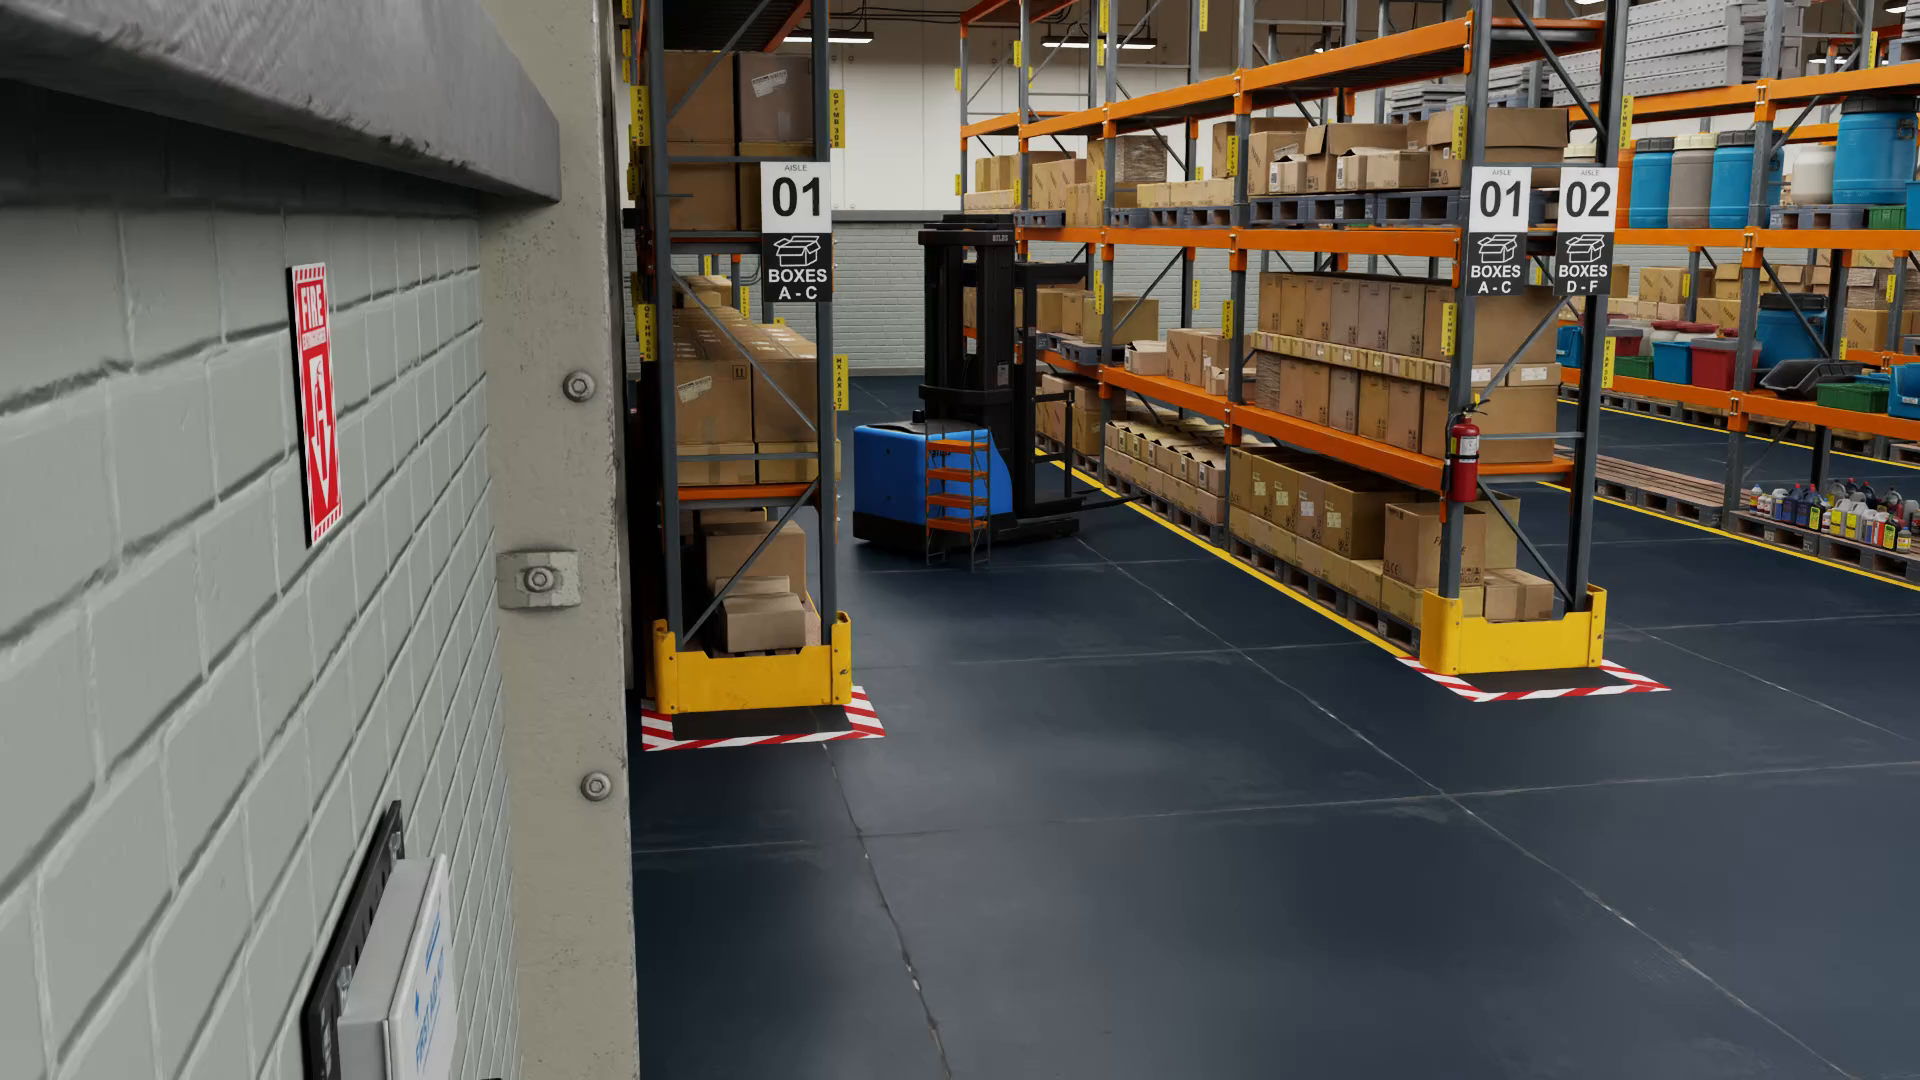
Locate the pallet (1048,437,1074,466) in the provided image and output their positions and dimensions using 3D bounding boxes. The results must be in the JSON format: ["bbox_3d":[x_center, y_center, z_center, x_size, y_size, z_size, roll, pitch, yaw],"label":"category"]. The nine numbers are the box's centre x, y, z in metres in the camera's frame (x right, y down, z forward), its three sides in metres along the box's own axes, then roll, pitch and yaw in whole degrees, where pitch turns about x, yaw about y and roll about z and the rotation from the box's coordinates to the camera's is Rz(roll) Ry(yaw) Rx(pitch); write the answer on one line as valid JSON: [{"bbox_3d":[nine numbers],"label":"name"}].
[{"bbox_3d":[1.721,-1.119,20.565,1.003,0.211,1.213,-2,11,-11],"label":"pallet"}]

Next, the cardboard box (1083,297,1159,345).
[{"bbox_3d":[1.830,-2.494,18.941,0.700,0.500,0.500,-6,12,-30],"label":"cardboard box"}]

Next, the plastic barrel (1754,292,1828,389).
[{"bbox_3d":[7.923,-1.901,15.876,0.600,0.901,0.708,-2,11,-11],"label":"plastic barrel"}]

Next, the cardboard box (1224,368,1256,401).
[{"bbox_3d":[2.703,-1.409,15.030,0.500,0.250,0.500,-1,11,-7],"label":"cardboard box"}]

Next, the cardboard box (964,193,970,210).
[{"bbox_3d":[0.352,-5.136,25.256,0.500,0.250,0.500,-2,11,-11],"label":"cardboard box"}]

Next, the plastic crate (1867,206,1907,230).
[{"bbox_3d":[7.741,-2.643,13.660,0.336,0.188,0.450,-2,11,-11],"label":"plastic crate"}]

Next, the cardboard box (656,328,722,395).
[{"bbox_3d":[-2.034,-1.329,12.550,0.500,0.500,0.500,-2,11,-11],"label":"cardboard box"}]

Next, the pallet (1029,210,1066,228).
[{"bbox_3d":[1.548,-3.930,20.356,1.213,0.211,1.003,-2,11,-11],"label":"pallet"}]

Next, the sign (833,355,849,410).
[{"bbox_3d":[-0.707,-0.924,9.769,0.100,0.325,0.005,-2,11,-11],"label":"sign"}]

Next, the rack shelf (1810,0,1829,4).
[{"bbox_3d":[11.392,-7.080,21.417,1.077,0.370,4.000,-2,11,-11],"label":"rack shelf"}]

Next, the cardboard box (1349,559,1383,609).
[{"bbox_3d":[3.116,0.305,11.853,0.500,0.250,0.500,-2,11,-11],"label":"cardboard box"}]

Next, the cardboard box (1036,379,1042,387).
[{"bbox_3d":[0.896,-1.943,22.946,0.500,0.500,0.500,-2,11,-11],"label":"cardboard box"}]

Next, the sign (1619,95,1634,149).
[{"bbox_3d":[4.165,-2.621,10.426,0.100,0.325,0.005,-2,11,-11],"label":"sign"}]

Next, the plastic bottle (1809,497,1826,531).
[{"bbox_3d":[7.479,-0.225,14.500,0.061,0.283,0.133,-2,11,-8],"label":"plastic bottle"}]

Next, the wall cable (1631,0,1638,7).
[{"bbox_3d":[12.506,-9.644,33.248,2.277,5.999,0.120,-2,11,-11],"label":"wall cable"}]

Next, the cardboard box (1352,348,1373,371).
[{"bbox_3d":[3.105,-1.328,12.205,0.380,0.149,0.250,-2,11,-9],"label":"cardboard box"}]

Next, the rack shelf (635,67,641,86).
[{"bbox_3d":[-2.406,-3.977,15.071,1.077,0.370,4.000,-2,11,-11],"label":"rack shelf"}]

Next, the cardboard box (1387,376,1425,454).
[{"bbox_3d":[3.434,-0.891,11.644,0.700,0.500,0.500,-2,11,-10],"label":"cardboard box"}]

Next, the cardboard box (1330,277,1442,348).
[{"bbox_3d":[3.227,-1.723,12.542,0.700,0.500,0.500,-2,11,-11],"label":"cardboard box"}]

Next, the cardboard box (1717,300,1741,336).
[{"bbox_3d":[10.946,-3.084,23.164,0.500,0.500,0.500,-2,11,-11],"label":"cardboard box"}]

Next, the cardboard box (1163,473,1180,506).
[{"bbox_3d":[2.280,-0.501,16.093,0.500,0.250,0.500,-2,11,-10],"label":"cardboard box"}]

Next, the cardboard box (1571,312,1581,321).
[{"bbox_3d":[10.124,-3.612,26.876,0.380,0.149,0.250,-2,11,-12],"label":"cardboard box"}]

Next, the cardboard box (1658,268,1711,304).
[{"bbox_3d":[10.652,-3.736,24.456,0.500,0.500,0.500,-2,11,-9],"label":"cardboard box"}]

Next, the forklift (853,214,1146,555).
[{"bbox_3d":[0.476,-1.517,15.382,3.031,2.935,1.130,-9,14,-40],"label":"forklift"}]

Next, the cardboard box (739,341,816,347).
[{"bbox_3d":[-1.218,-1.068,11.182,0.500,0.500,0.500,-2,11,-13],"label":"cardboard box"}]

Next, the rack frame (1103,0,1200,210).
[{"bbox_3d":[2.063,-5.074,17.844,1.000,3.000,0.127,-2,11,-11],"label":"rack frame"}]

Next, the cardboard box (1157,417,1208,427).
[{"bbox_3d":[2.407,-1.171,18.112,0.500,0.311,0.500,-2,11,-10],"label":"cardboard box"}]

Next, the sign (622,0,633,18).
[{"bbox_3d":[-3.339,-5.409,16.682,0.100,0.325,0.005,-2,11,-11],"label":"sign"}]

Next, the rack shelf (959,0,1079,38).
[{"bbox_3d":[0.896,-7.454,23.382,1.077,0.370,4.000,-2,11,-11],"label":"rack shelf"}]

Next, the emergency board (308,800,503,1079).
[{"bbox_3d":[-0.613,0.979,2.085,0.194,1.169,0.643,-2,11,-11],"label":"emergency board"}]

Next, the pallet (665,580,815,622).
[{"bbox_3d":[-1.611,0.503,12.042,1.003,0.211,1.213,-2,11,-11],"label":"pallet"}]

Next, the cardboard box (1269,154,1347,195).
[{"bbox_3d":[2.786,-2.898,13.170,0.500,0.311,0.500,-3,11,-14],"label":"cardboard box"}]

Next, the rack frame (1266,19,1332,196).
[{"bbox_3d":[5.367,-6.721,26.495,1.000,3.000,0.127,-2,11,-11],"label":"rack frame"}]

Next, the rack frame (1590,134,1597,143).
[{"bbox_3d":[10.225,-6.901,27.442,1.000,3.000,0.127,-2,11,-11],"label":"rack frame"}]

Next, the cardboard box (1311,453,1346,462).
[{"bbox_3d":[3.232,-0.448,13.809,0.500,0.500,0.500,-2,11,-11],"label":"cardboard box"}]

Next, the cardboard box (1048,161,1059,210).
[{"bbox_3d":[1.463,-4.422,20.781,0.600,0.600,0.600,-2,11,-12],"label":"cardboard box"}]

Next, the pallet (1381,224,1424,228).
[{"bbox_3d":[6.393,-4.281,22.202,1.213,0.211,1.003,-2,11,-11],"label":"pallet"}]

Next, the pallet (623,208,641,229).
[{"bbox_3d":[-2.972,-3.443,17.802,1.213,0.211,1.003,-2,11,-8],"label":"pallet"}]

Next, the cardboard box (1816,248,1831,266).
[{"bbox_3d":[14.937,-4.710,28.239,0.500,0.500,0.500,-2,11,-11],"label":"cardboard box"}]

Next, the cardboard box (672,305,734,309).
[{"bbox_3d":[-2.694,-2.126,16.953,0.700,0.500,0.500,-3,11,-18],"label":"cardboard box"}]

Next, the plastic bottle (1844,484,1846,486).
[{"bbox_3d":[8.118,-0.379,15.305,0.061,0.283,0.133,-2,11,-8],"label":"plastic bottle"}]

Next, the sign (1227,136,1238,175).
[{"bbox_3d":[2.311,-3.254,14.079,0.100,0.325,0.005,-2,11,-11],"label":"sign"}]

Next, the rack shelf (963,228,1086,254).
[{"bbox_3d":[0.896,-4.348,23.973,1.077,0.370,4.000,-2,11,-11],"label":"rack shelf"}]

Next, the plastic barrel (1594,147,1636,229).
[{"bbox_3d":[6.997,-3.713,17.564,0.600,0.830,0.708,-2,11,-11],"label":"plastic barrel"}]

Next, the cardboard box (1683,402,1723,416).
[{"bbox_3d":[11.147,-2.266,23.695,1.225,0.875,0.875,-2,11,-11],"label":"cardboard box"}]

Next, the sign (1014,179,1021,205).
[{"bbox_3d":[0.755,-4.567,21.819,0.100,0.325,0.005,-2,11,-11],"label":"sign"}]

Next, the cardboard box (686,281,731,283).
[{"bbox_3d":[-2.837,-2.803,18.831,0.500,0.250,0.500,-2,11,-11],"label":"cardboard box"}]

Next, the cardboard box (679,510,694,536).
[{"bbox_3d":[-2.176,-0.335,14.499,0.700,0.500,0.500,-2,11,-9],"label":"cardboard box"}]

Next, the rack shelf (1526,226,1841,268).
[{"bbox_3d":[7.312,-3.060,17.207,1.077,0.370,4.000,-2,11,-11],"label":"rack shelf"}]

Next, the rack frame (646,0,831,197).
[{"bbox_3d":[-1.239,-3.426,9.185,1.000,3.000,0.127,-2,11,-11],"label":"rack frame"}]

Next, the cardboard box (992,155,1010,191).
[{"bbox_3d":[0.846,-5.237,23.779,0.700,0.500,0.500,-2,11,-11],"label":"cardboard box"}]

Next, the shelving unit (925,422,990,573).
[{"bbox_3d":[-0.018,-0.361,13.937,0.503,1.200,0.258,9,14,38],"label":"shelving unit"}]

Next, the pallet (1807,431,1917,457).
[{"bbox_3d":[11.702,-1.264,21.329,1.003,0.211,1.213,-2,11,-11],"label":"pallet"}]

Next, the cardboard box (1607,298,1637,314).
[{"bbox_3d":[10.362,-3.646,25.988,0.500,0.250,0.500,-2,11,-12],"label":"cardboard box"}]

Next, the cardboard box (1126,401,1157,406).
[{"bbox_3d":[2.055,-1.397,20.078,0.500,0.500,0.500,-2,11,-12],"label":"cardboard box"}]

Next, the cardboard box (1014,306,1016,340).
[{"bbox_3d":[0.937,-2.992,22.682,0.500,0.500,0.500,-2,11,-10],"label":"cardboard box"}]

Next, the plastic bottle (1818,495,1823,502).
[{"bbox_3d":[7.597,-0.264,14.733,0.097,0.271,0.097,0,11,0],"label":"plastic bottle"}]
